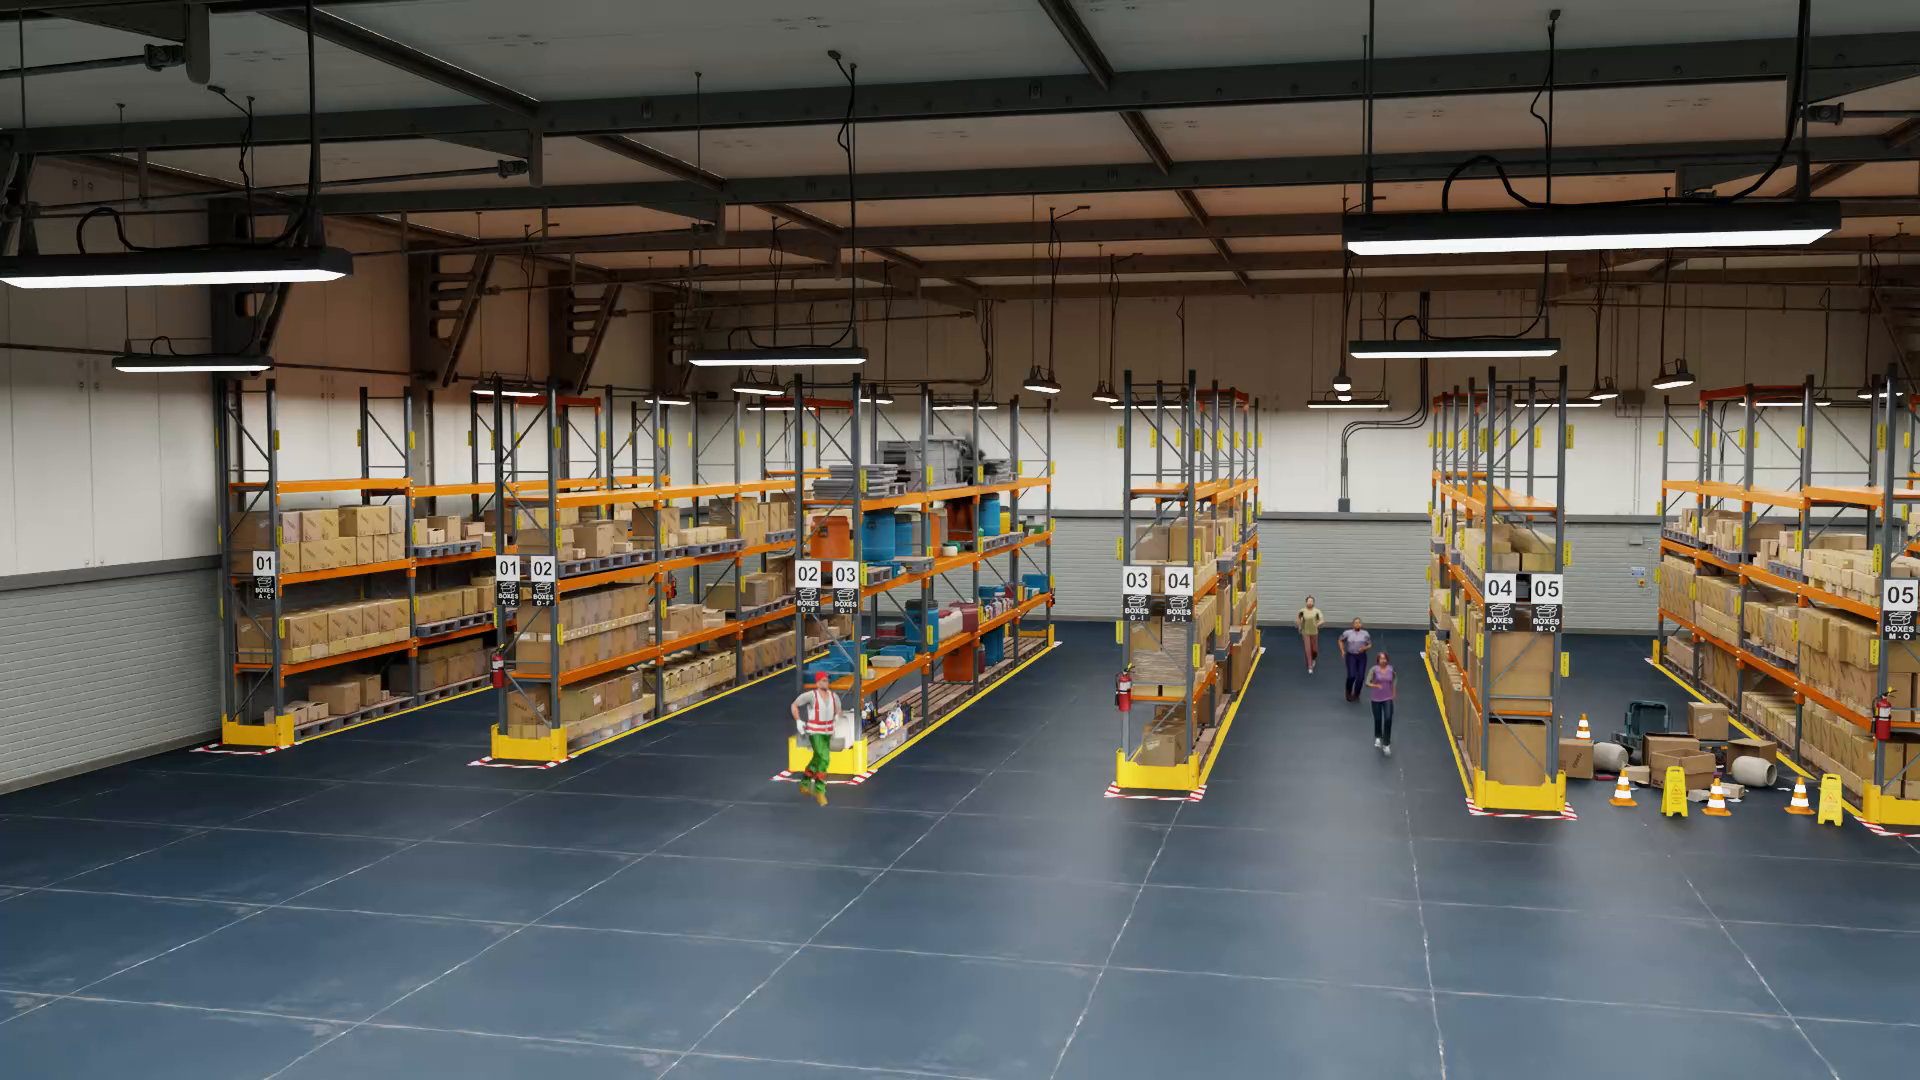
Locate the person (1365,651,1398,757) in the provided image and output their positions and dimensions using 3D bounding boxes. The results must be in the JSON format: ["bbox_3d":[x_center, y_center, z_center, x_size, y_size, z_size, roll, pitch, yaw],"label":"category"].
[{"bbox_3d":[6.752,2.592,26.655,0.528,1.631,0.751,1,3,10],"label":"person"}]

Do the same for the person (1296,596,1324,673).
[{"bbox_3d":[7.546,2.024,35.855,0.581,1.639,0.780,1,4,12],"label":"person"}]

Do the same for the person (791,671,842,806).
[{"bbox_3d":[-1.960,2.725,23.150,0.724,1.829,0.674,3,5,42],"label":"person"}]

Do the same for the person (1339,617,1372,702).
[{"bbox_3d":[7.541,2.285,31.660,0.582,1.625,0.643,0,3,3],"label":"person"}]
